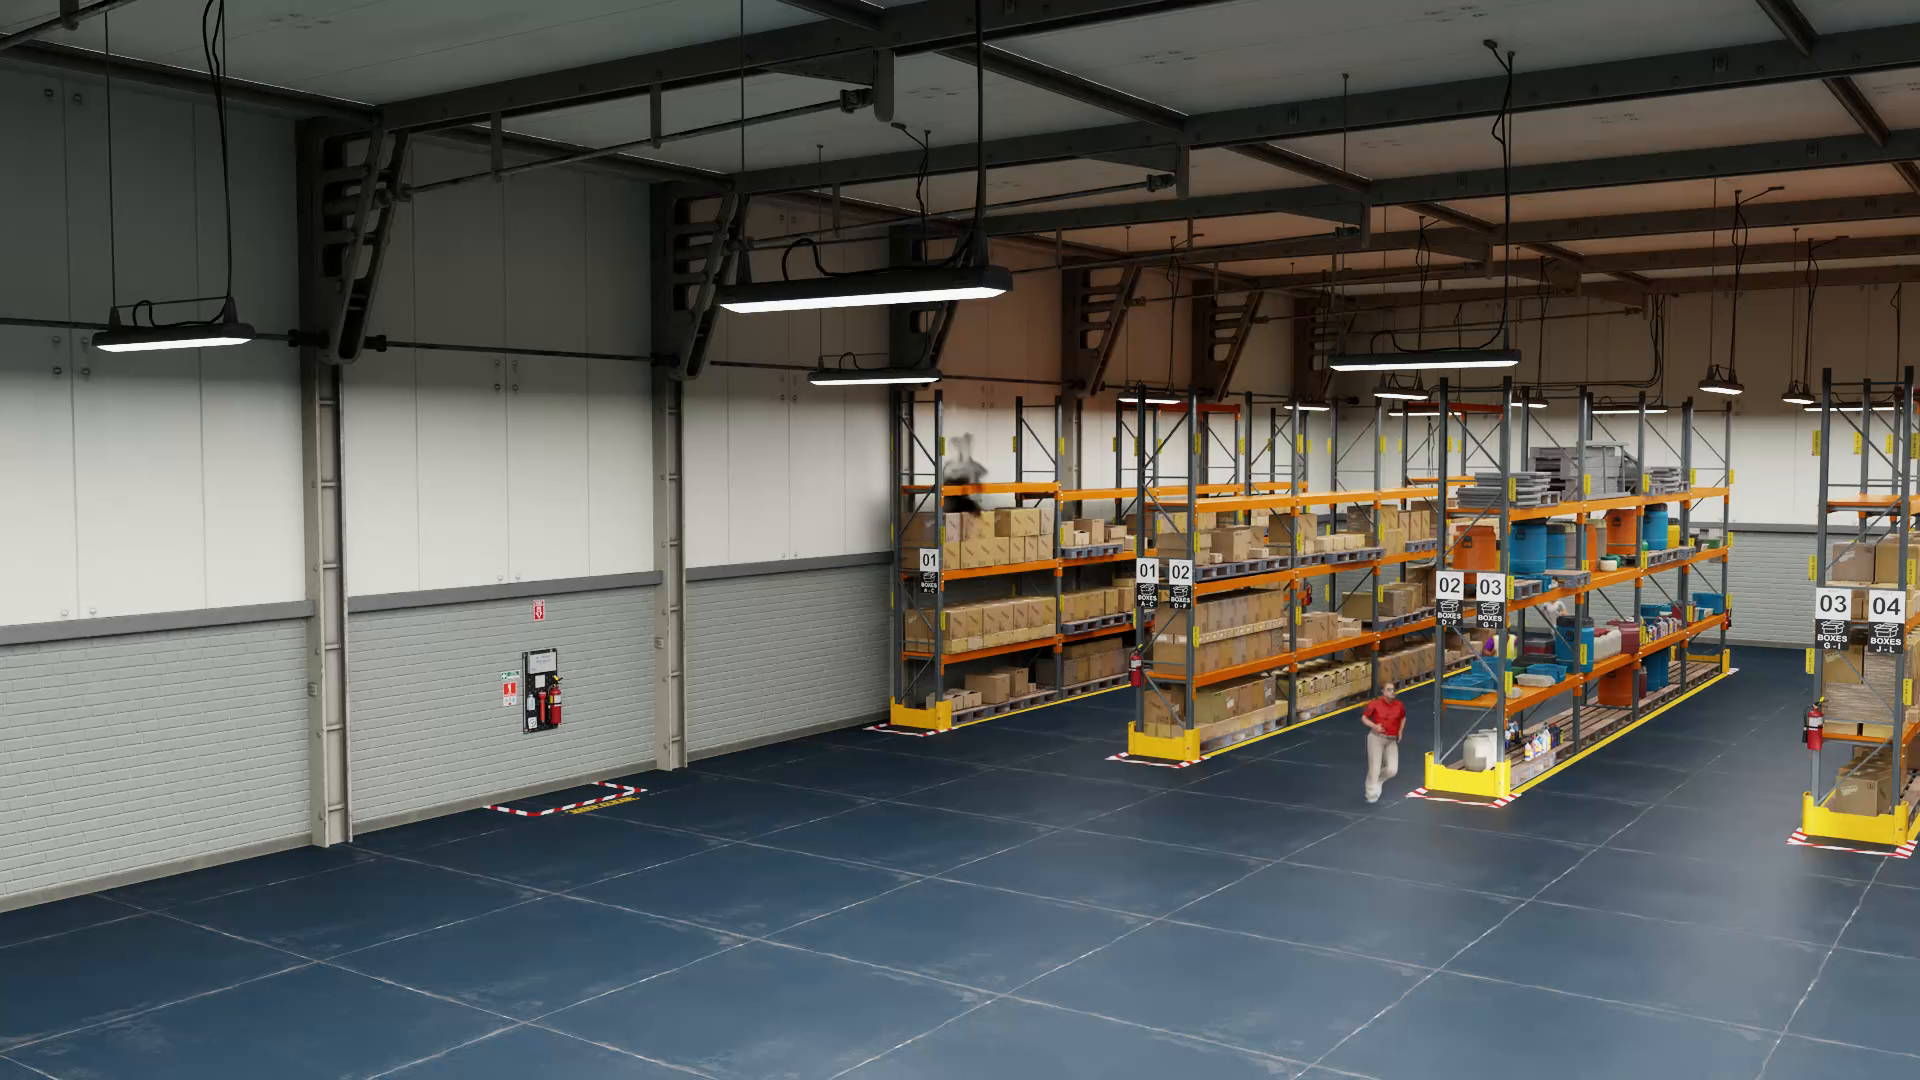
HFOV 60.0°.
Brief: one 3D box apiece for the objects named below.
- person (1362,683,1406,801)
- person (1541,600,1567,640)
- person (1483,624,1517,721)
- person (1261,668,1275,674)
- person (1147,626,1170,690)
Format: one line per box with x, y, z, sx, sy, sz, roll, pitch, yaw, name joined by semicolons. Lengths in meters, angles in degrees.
6.012;2.846;23.436;0.678;1.669;0.627;0;3;-5;person
13.858;2.007;38.801;0.582;1.673;0.690;1;3;9;person
10.008;2.384;30.607;0.703;1.823;0.833;2;4;30;person
6.323;2.258;34.332;0.575;1.615;0.562;2;4;29;person
3.760;2.210;30.733;0.639;1.754;0.740;2;4;33;person
